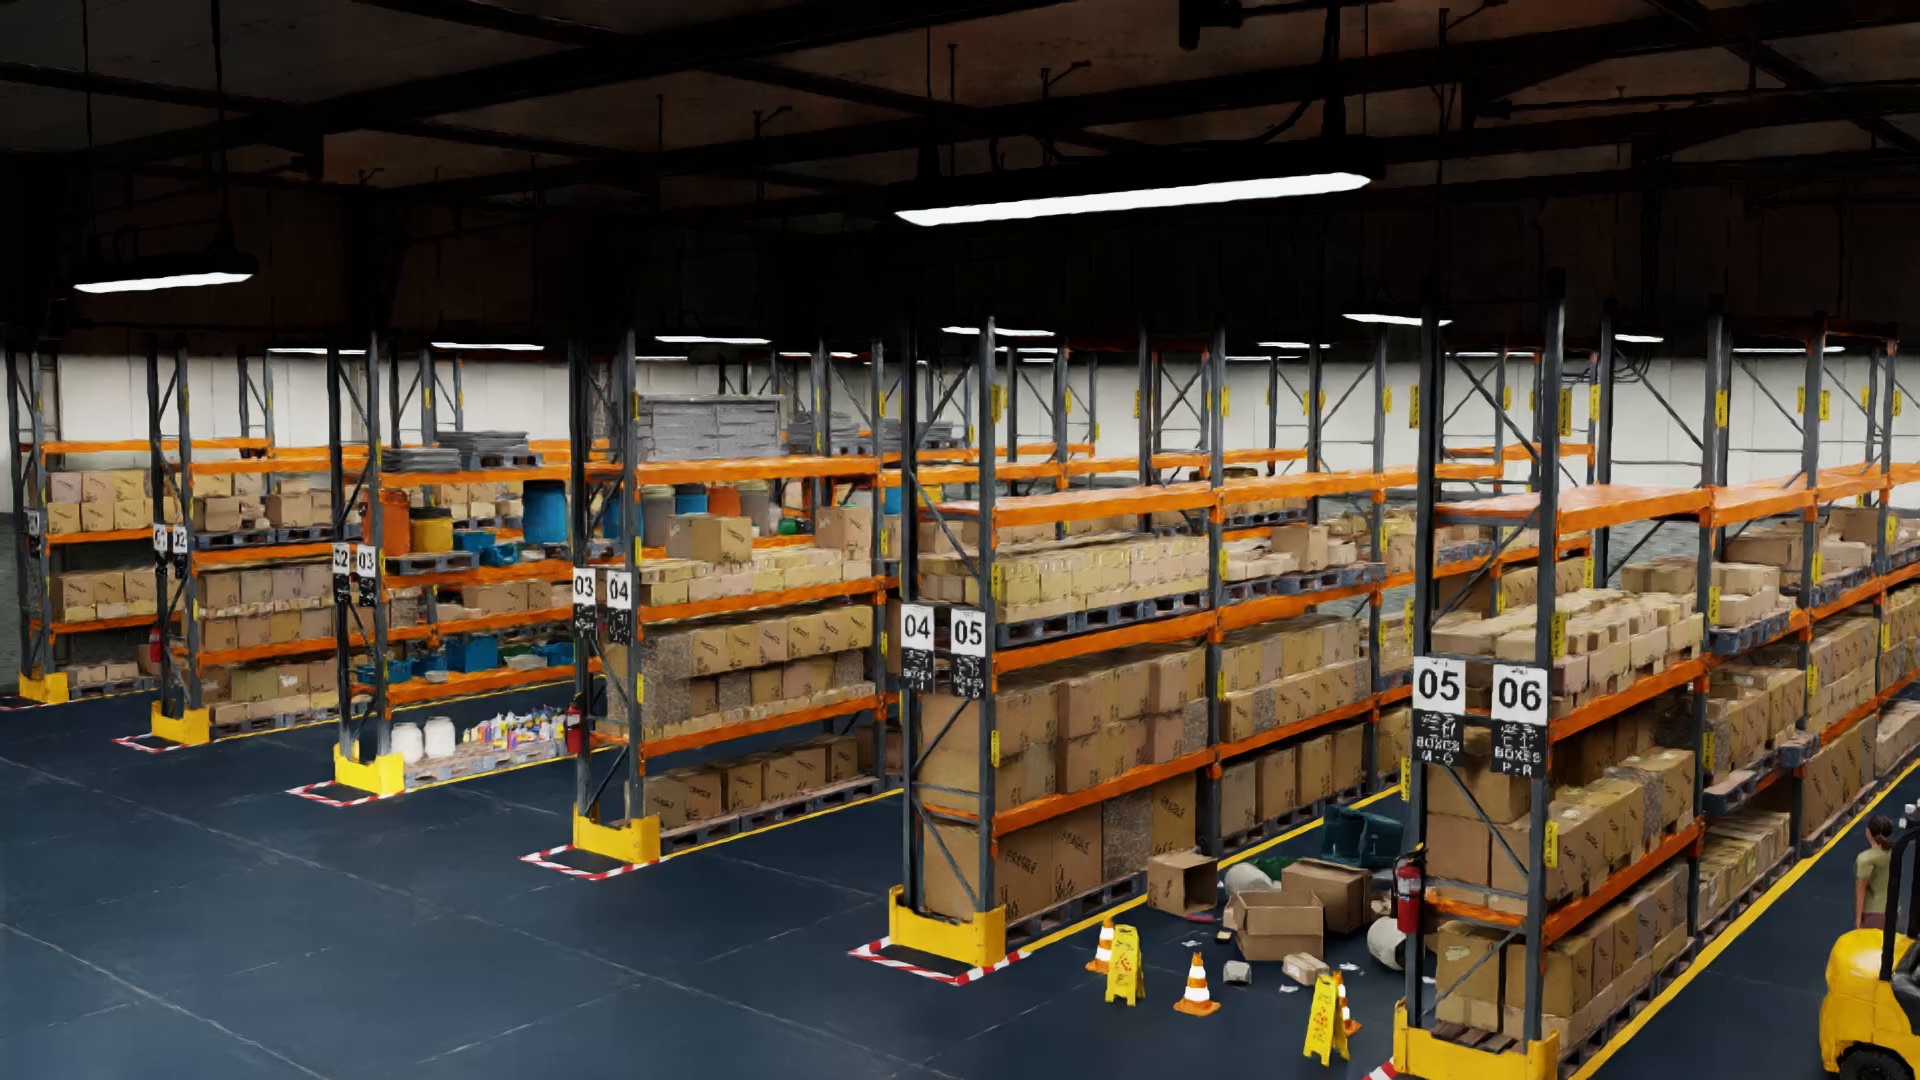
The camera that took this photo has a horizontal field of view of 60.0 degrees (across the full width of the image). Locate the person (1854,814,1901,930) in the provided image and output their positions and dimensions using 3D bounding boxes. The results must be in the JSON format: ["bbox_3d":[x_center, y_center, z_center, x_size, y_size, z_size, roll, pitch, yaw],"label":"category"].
[{"bbox_3d":[7.524,3.082,13.763,0.493,1.675,0.477,-2,6,-22],"label":"person"}]

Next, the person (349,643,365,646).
[{"bbox_3d":[-10.465,1.721,28.736,0.677,1.742,0.552,4,6,37],"label":"person"}]

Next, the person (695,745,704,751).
[{"bbox_3d":[-3.839,2.191,24.031,0.638,1.603,0.797,2,6,22],"label":"person"}]
